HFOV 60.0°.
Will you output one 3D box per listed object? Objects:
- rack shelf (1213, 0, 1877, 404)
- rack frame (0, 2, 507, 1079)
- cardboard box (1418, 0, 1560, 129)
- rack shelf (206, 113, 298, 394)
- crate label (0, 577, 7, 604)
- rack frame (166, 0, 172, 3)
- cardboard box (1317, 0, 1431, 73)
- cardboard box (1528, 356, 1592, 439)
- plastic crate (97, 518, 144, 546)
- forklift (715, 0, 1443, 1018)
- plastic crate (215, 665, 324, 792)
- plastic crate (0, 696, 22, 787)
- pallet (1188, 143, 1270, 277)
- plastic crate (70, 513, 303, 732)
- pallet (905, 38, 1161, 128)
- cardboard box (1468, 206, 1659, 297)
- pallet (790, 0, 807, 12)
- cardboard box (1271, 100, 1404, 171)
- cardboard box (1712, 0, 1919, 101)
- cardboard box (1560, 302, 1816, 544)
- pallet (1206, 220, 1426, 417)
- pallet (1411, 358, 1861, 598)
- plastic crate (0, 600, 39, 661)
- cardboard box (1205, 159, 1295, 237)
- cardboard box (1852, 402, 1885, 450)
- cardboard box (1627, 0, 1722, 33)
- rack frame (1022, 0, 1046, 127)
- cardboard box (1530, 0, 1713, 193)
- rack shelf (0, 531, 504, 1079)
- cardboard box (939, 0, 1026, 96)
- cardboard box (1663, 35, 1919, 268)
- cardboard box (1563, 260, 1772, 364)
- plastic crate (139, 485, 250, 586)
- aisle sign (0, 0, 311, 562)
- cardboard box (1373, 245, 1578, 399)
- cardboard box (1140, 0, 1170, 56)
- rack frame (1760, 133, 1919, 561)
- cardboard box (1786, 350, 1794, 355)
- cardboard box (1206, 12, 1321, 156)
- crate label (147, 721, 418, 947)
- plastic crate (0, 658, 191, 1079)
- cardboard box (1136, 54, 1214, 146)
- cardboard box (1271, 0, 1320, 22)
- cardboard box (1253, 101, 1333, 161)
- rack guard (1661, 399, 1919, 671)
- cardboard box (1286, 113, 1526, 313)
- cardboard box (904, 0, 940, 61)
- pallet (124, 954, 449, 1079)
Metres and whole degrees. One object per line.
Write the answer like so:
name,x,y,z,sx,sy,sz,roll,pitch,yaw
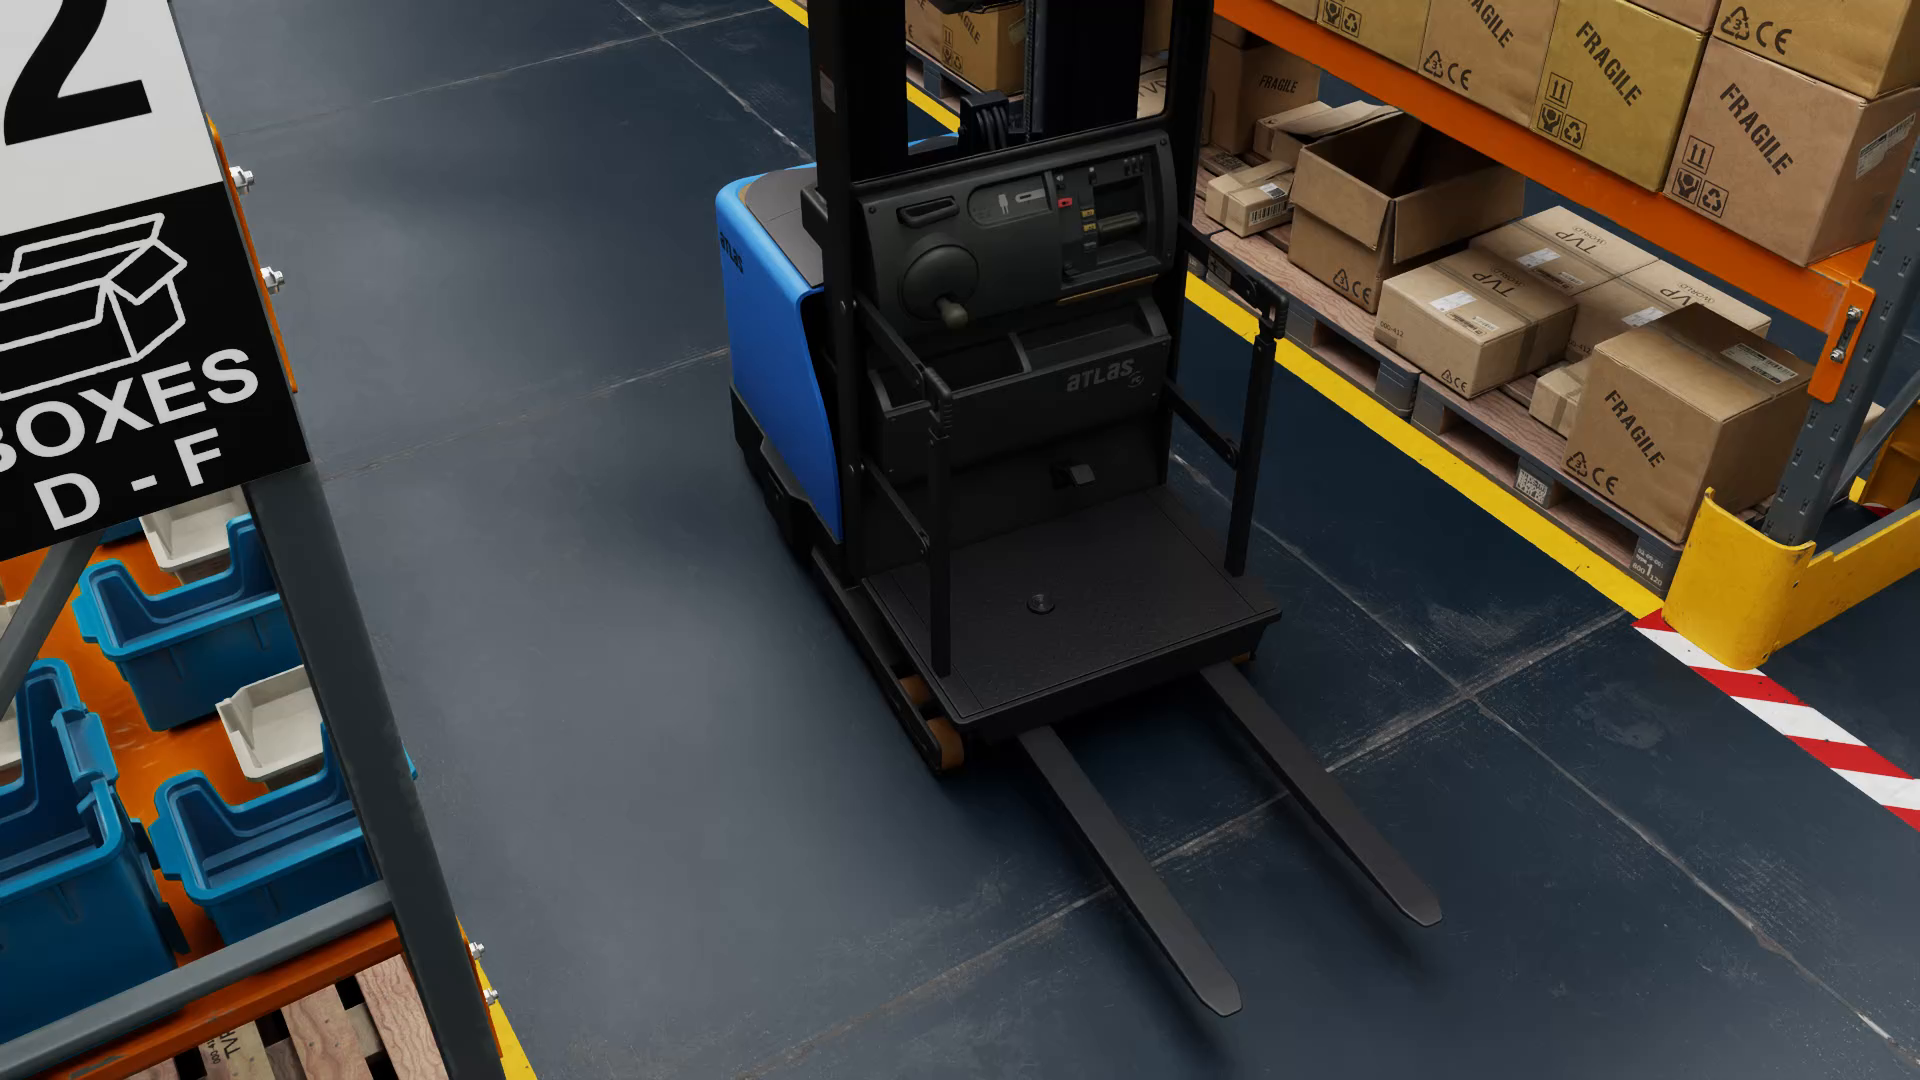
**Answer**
rack shelf,1.823,-1.779,6.104,1.077,0.370,4.000,-22,45,-24
rack frame,-1.280,0.727,2.534,1.000,3.000,0.127,-22,45,-24
cardboard box,1.883,-1.712,5.384,0.500,0.500,0.500,-22,45,-24
rack shelf,-2.355,-1.228,3.100,1.077,0.370,4.000,-22,45,-24
crate label,-2.185,0.124,3.417,0.396,0.136,0.243,-22,45,-24
rack frame,-1.280,-1.577,0.614,1.000,3.000,0.127,-22,45,-24
cardboard box,1.612,-1.984,5.710,0.500,0.500,0.500,-23,45,-25
cardboard box,2.256,-0.515,5.894,0.380,0.166,0.250,-22,45,-24
plastic crate,-1.843,-0.189,3.717,0.416,0.233,0.300,-22,45,-24
forklift,0.273,-0.766,4.380,1.130,2.935,3.031,-17,43,-20
plastic crate,-1.238,0.357,3.137,0.250,0.136,0.298,-22,45,-24
plastic crate,-1.871,0.428,3.053,0.396,0.136,0.243,-22,45,-24
pallet,1.116,-1.692,7.616,1.003,0.211,1.213,-22,45,-24
plastic crate,-1.489,0.167,3.291,0.416,0.233,0.300,-22,45,-24
pallet,0.278,-2.489,8.573,1.003,0.211,1.213,-22,45,-24
cardboard box,2.308,-1.019,6.434,0.500,0.250,0.500,-22,45,-24
pallet,-0.382,-3.149,9.364,1.003,0.211,1.213,-22,45,-24
cardboard box,1.696,-1.656,7.151,0.500,0.311,0.500,-22,45,-24
cardboard box,2.427,-1.544,4.400,0.500,0.500,0.500,-23,45,-25
cardboard box,2.398,-0.393,5.488,0.500,0.500,0.500,-22,45,-24
pallet,1.776,-1.033,6.825,1.003,0.211,1.213,-22,45,-24
pallet,2.428,-0.375,6.036,1.003,0.211,1.213,-22,45,-24
plastic crate,-2.015,0.266,3.246,0.396,0.136,0.243,-22,45,-24
cardboard box,1.264,-1.451,7.018,0.380,0.166,0.250,-22,45,-24
cardboard box,2.963,-0.394,5.763,0.380,0.149,0.250,-22,45,-24
cardboard box,2.155,-1.816,4.727,0.500,0.500,0.500,-21,44,-23
rack frame,0.748,-3.135,7.169,1.000,3.000,0.127,-22,45,-24
cardboard box,2.146,-1.441,5.058,0.500,0.500,0.500,-22,45,-24
rack shelf,-2.355,-0.076,4.060,1.077,0.370,4.000,-22,45,-24
cardboard box,0.241,-2.511,8.029,0.500,0.500,0.500,-22,45,-25
cardboard box,2.428,-1.162,4.723,0.500,0.500,0.500,-21,44,-23
cardboard box,2.576,-0.749,6.110,0.500,0.250,0.500,-22,45,-24
plastic crate,-1.603,-0.009,3.577,0.250,0.136,0.298,-22,45,-24
aisle sign,-0.991,-0.335,1.778,0.394,0.787,0.004,-22,45,-24
cardboard box,1.913,-0.820,6.195,0.500,0.250,0.500,-22,45,-24
cardboard box,0.693,-2.688,8.242,0.500,0.500,0.500,-24,46,-26
rack frame,2.898,-0.976,4.578,1.000,3.000,0.127,-22,45,-24
cardboard box,2.829,-0.536,5.919,0.380,0.166,0.250,-22,45,-24
cardboard box,1.293,-2.134,7.576,0.500,0.500,0.500,-22,45,-24
crate label,-1.135,0.522,2.864,0.416,0.233,0.303,-22,45,-24
plastic crate,-1.617,0.574,2.643,0.616,0.435,0.499,-22,45,-24
cardboard box,0.791,-1.970,7.527,0.500,0.311,0.500,-22,45,-24
cardboard box,1.337,-2.258,6.039,0.500,0.500,0.500,-22,45,-25
cardboard box,1.545,-1.817,7.471,0.380,0.149,0.250,-22,45,-24
rack guard,2.858,-0.056,5.427,1.175,0.500,0.348,-22,45,-24
cardboard box,1.762,-1.332,6.612,0.797,0.503,0.637,-22,45,-24
cardboard box,-0.018,-2.781,8.353,0.500,0.500,0.500,-22,45,-24
pallet,-1.691,1.340,3.977,1.003,0.211,1.213,-22,45,-24
